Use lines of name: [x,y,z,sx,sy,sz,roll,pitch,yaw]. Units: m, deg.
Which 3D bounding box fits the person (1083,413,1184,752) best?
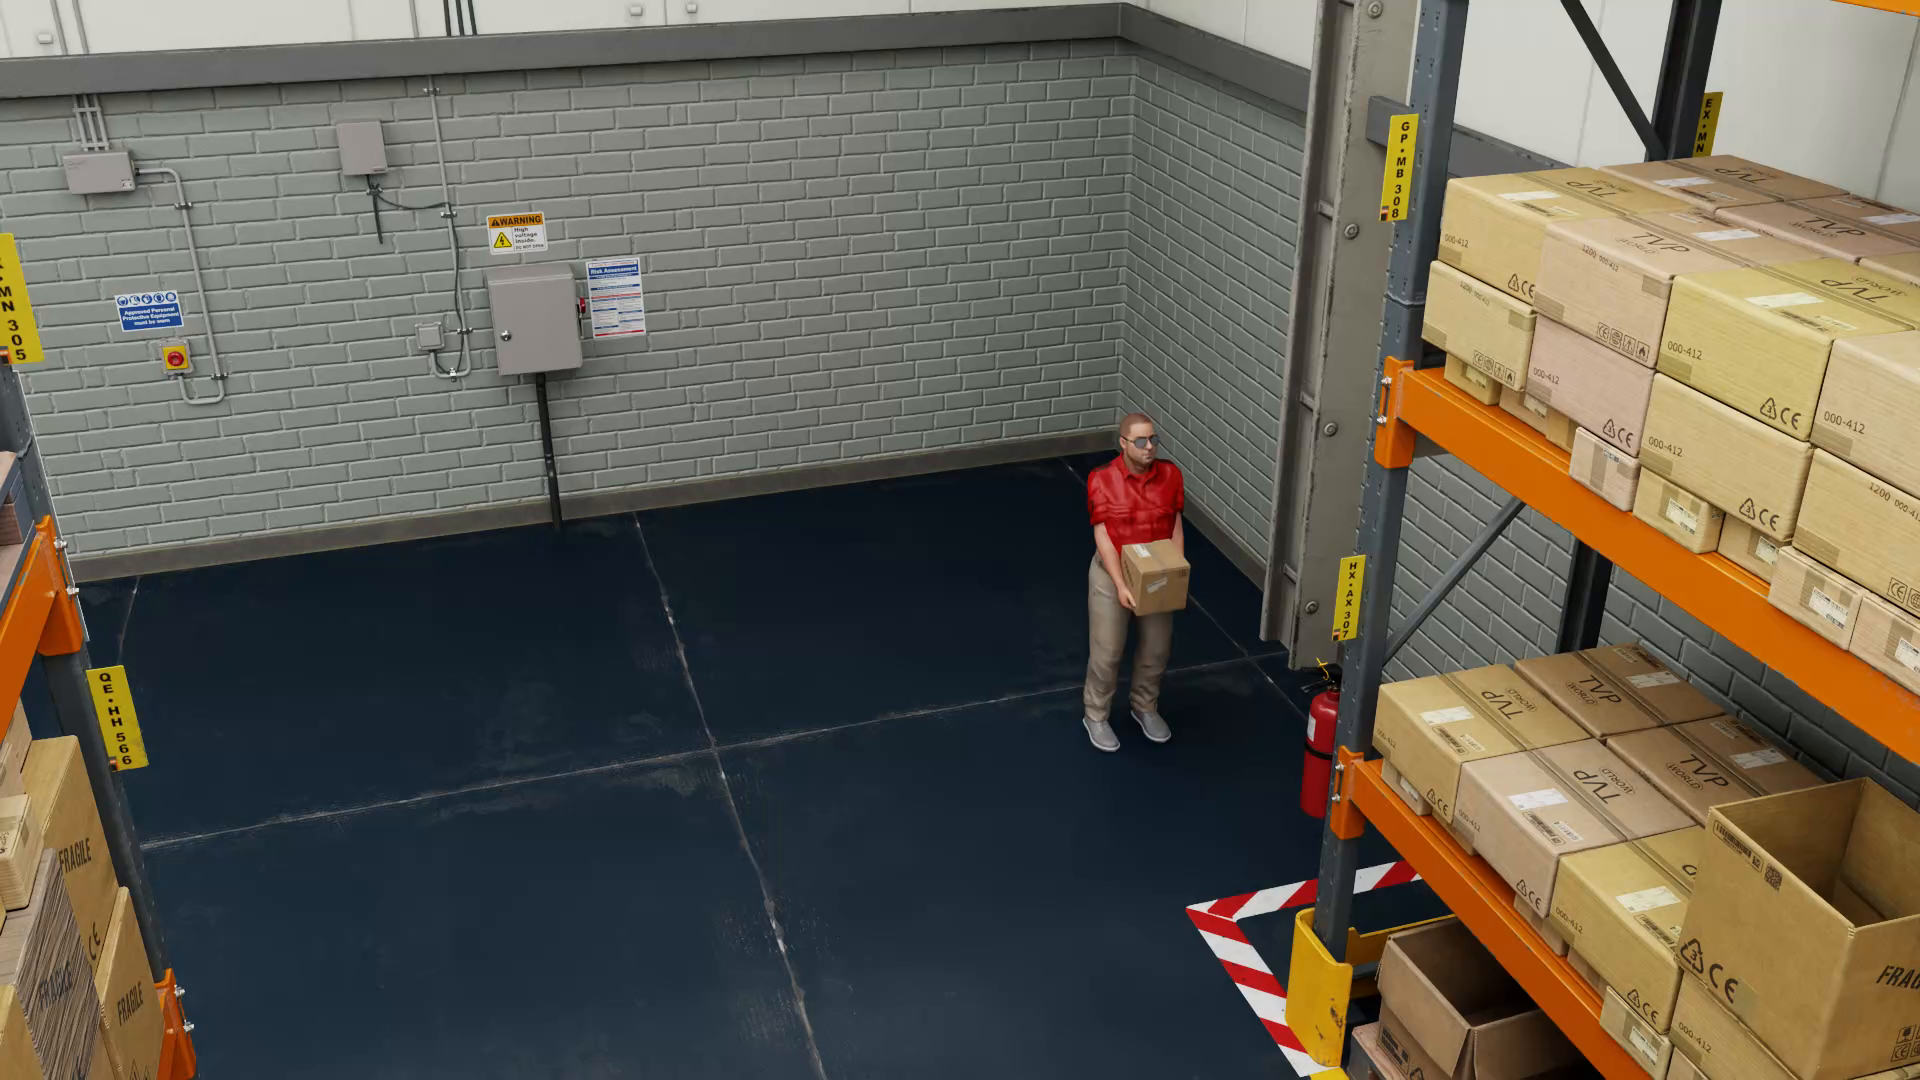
person: [0.888,0.246,8.151,0.494,1.708,0.538,-8,27,-15]
